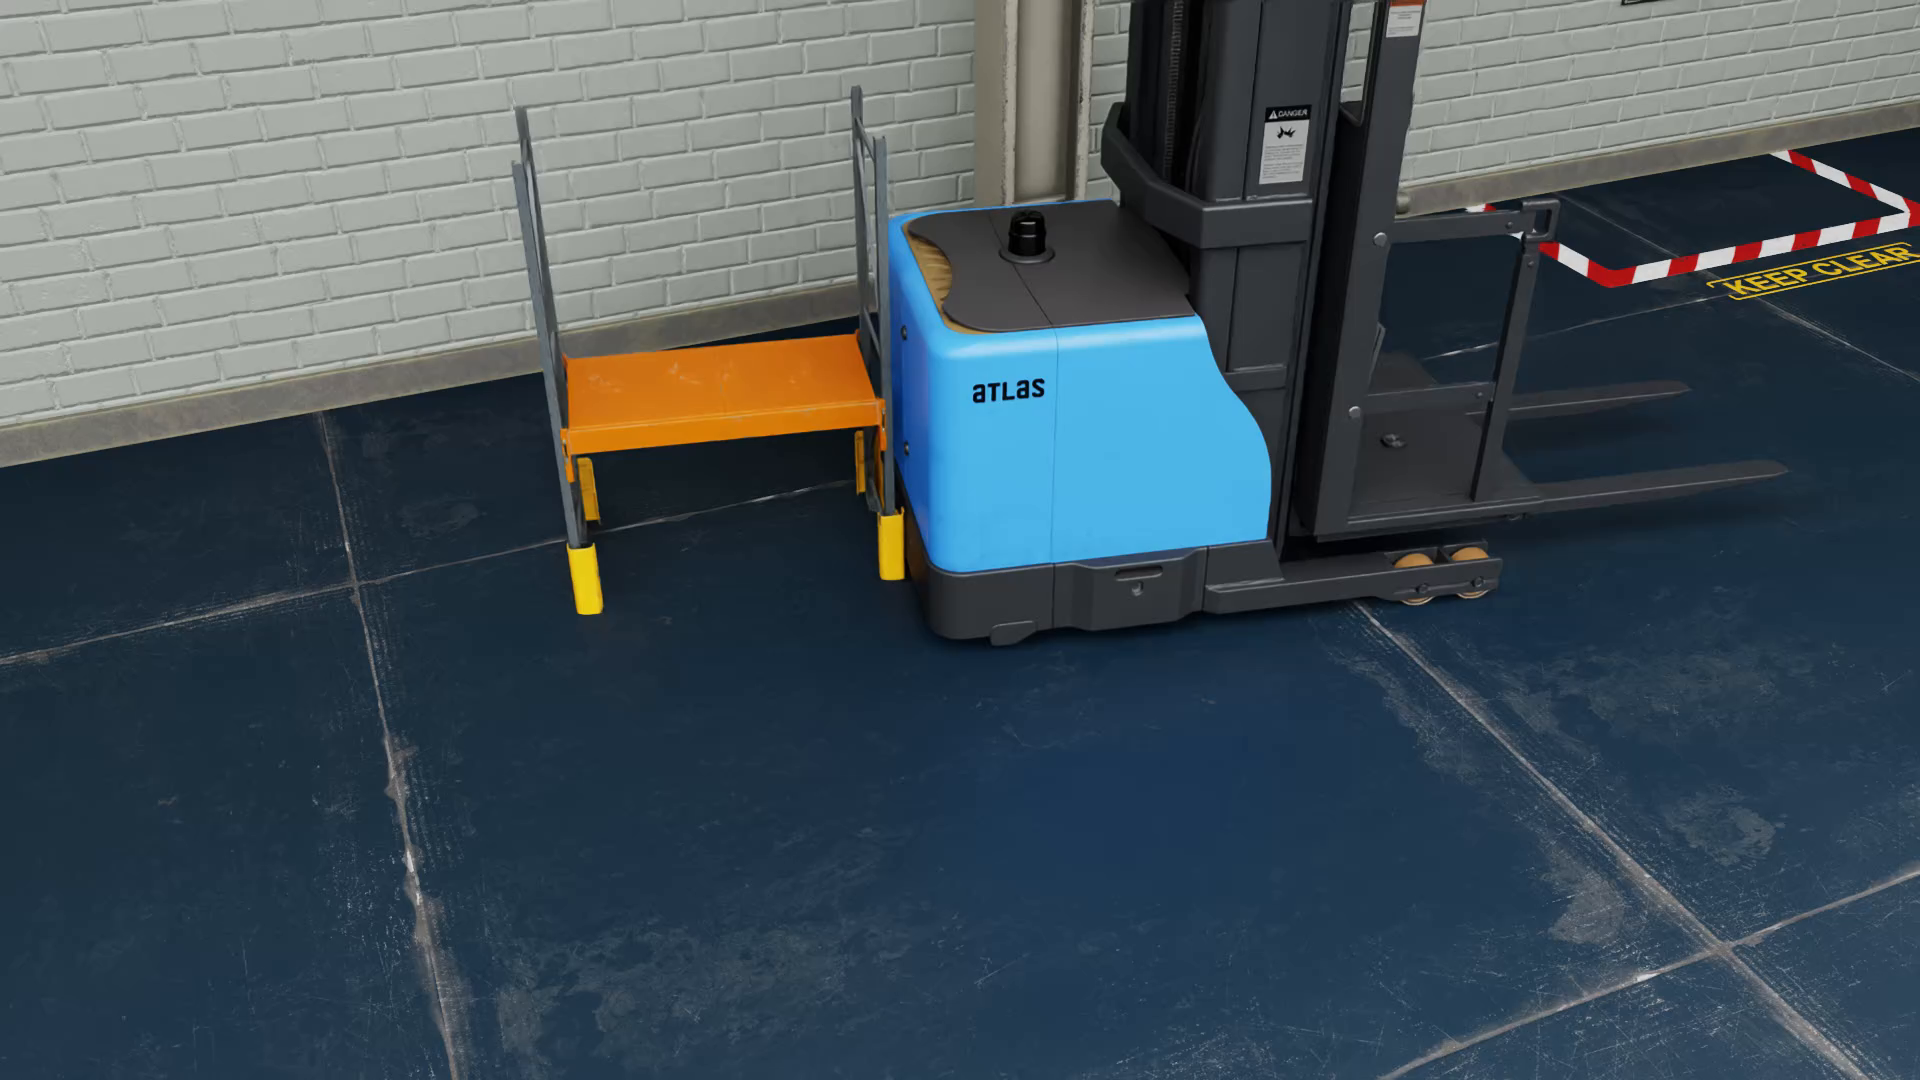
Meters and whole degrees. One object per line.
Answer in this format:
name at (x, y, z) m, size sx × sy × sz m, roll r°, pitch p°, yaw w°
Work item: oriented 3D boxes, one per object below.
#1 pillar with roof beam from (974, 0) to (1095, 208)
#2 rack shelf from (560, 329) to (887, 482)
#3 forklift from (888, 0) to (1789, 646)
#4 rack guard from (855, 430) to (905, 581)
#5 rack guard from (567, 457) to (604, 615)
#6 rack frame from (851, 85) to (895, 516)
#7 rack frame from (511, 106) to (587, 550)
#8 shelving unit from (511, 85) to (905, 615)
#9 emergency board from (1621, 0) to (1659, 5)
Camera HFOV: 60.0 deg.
pillar with roof beam at (1.967, -2.688, 1.630) m, size 0.400 × 9.000 × 9.100 m, roll -13°, pitch 35°, yaw -19°
rack shelf at (-0.775, -0.446, 5.390) m, size 1.000 × 0.185 × 0.538 m, roll -6°, pitch 34°, yaw -10°
forklift at (1.298, -1.293, 5.049) m, size 3.031 × 2.935 × 1.130 m, roll -6°, pitch 34°, yaw -10°
rack guard at (-0.278, -0.128, 5.717) m, size 0.087 × 0.250 × 0.587 m, roll -6°, pitch 34°, yaw -10°
rack guard at (-1.254, -0.020, 5.552) m, size 0.087 × 0.250 × 0.587 m, roll -6°, pitch 34°, yaw -10°
rack frame at (-0.276, -0.652, 5.376) m, size 0.032 × 1.500 × 0.500 m, roll -6°, pitch 34°, yaw -10°
rack frame at (-1.273, -0.542, 5.208) m, size 0.032 × 1.500 × 0.500 m, roll -6°, pitch 34°, yaw -10°
shelving unit at (-0.766, -0.598, 5.294) m, size 1.083 × 1.500 × 0.587 m, roll -6°, pitch 34°, yaw -10°
emergency board at (3.524, -3.110, 7.779) m, size 0.626 × 1.169 × 0.157 m, roll -13°, pitch 35°, yaw -19°
